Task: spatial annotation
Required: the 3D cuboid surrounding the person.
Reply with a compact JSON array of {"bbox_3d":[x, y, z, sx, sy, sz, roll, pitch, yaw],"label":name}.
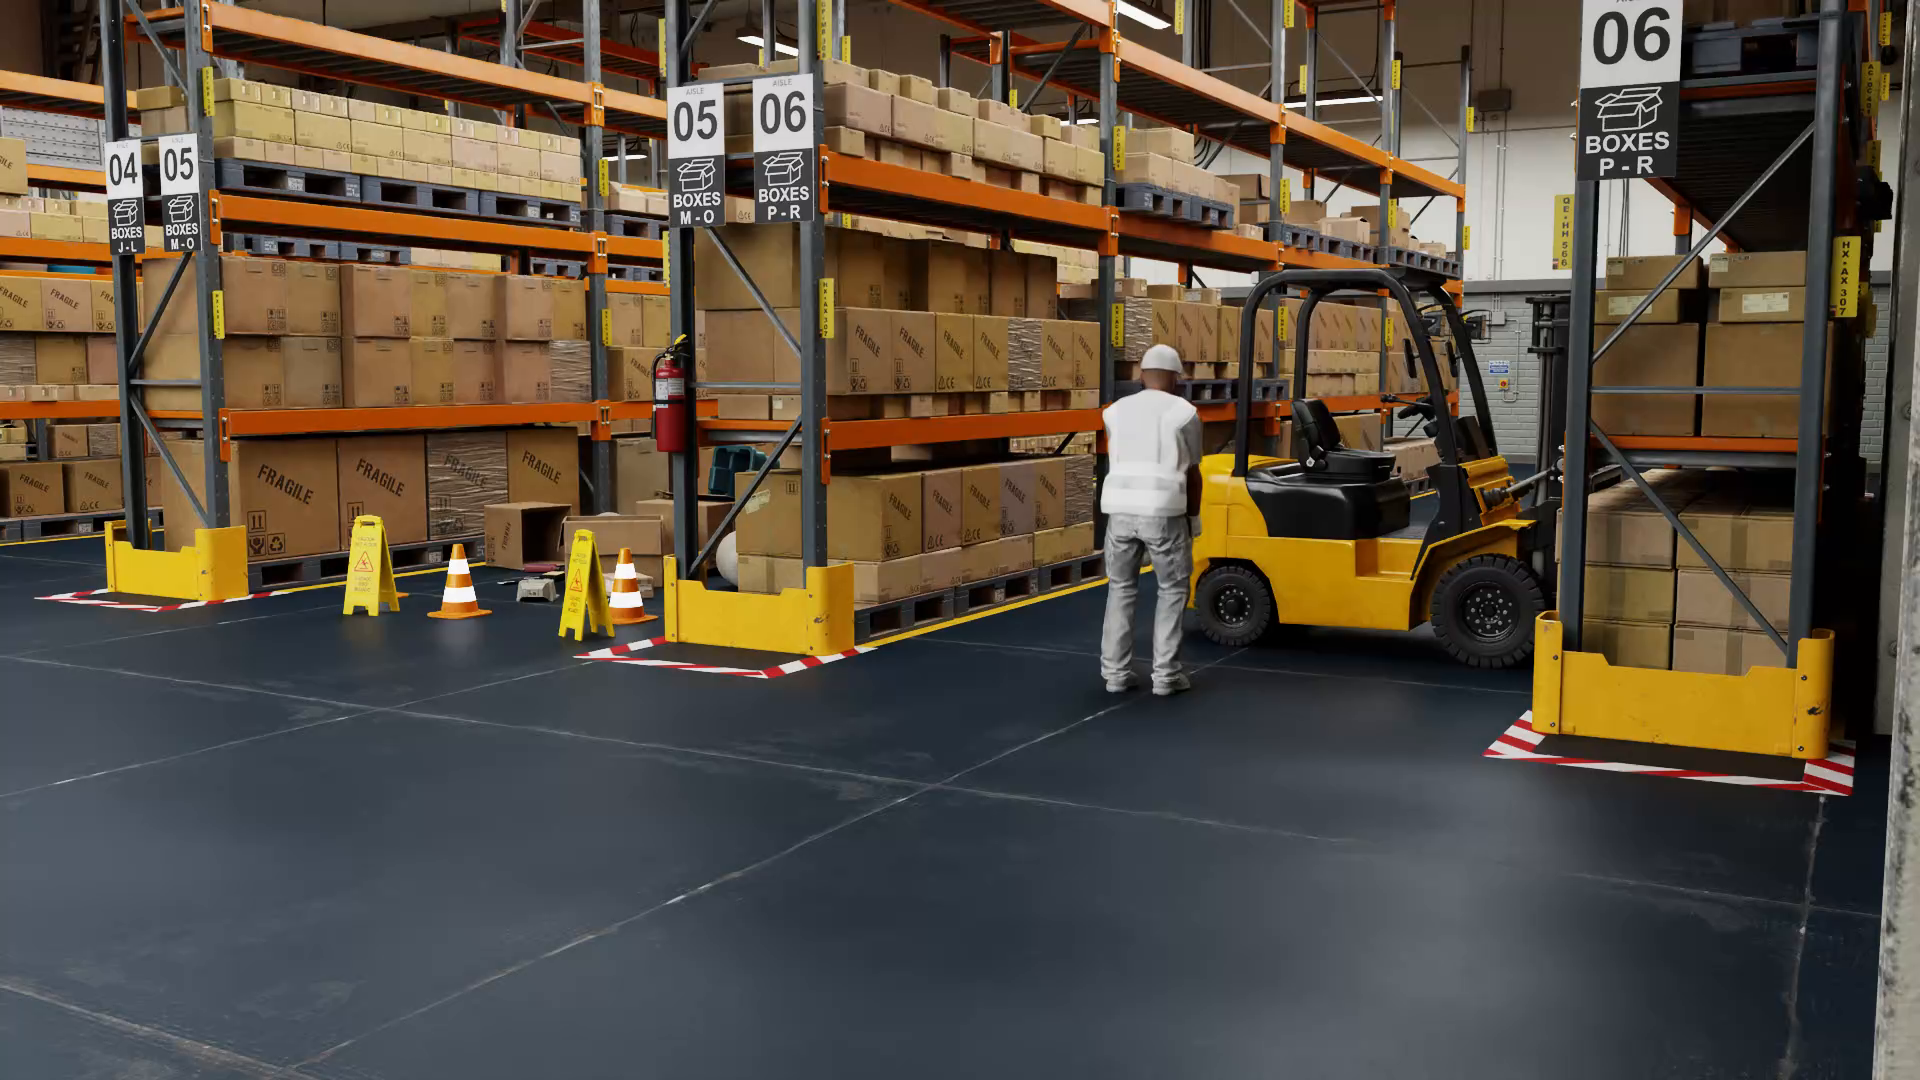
[{"bbox_3d":[0.952,-0.113,8.300,0.485,1.726,0.618,3,7,28],"label":"person"}]
